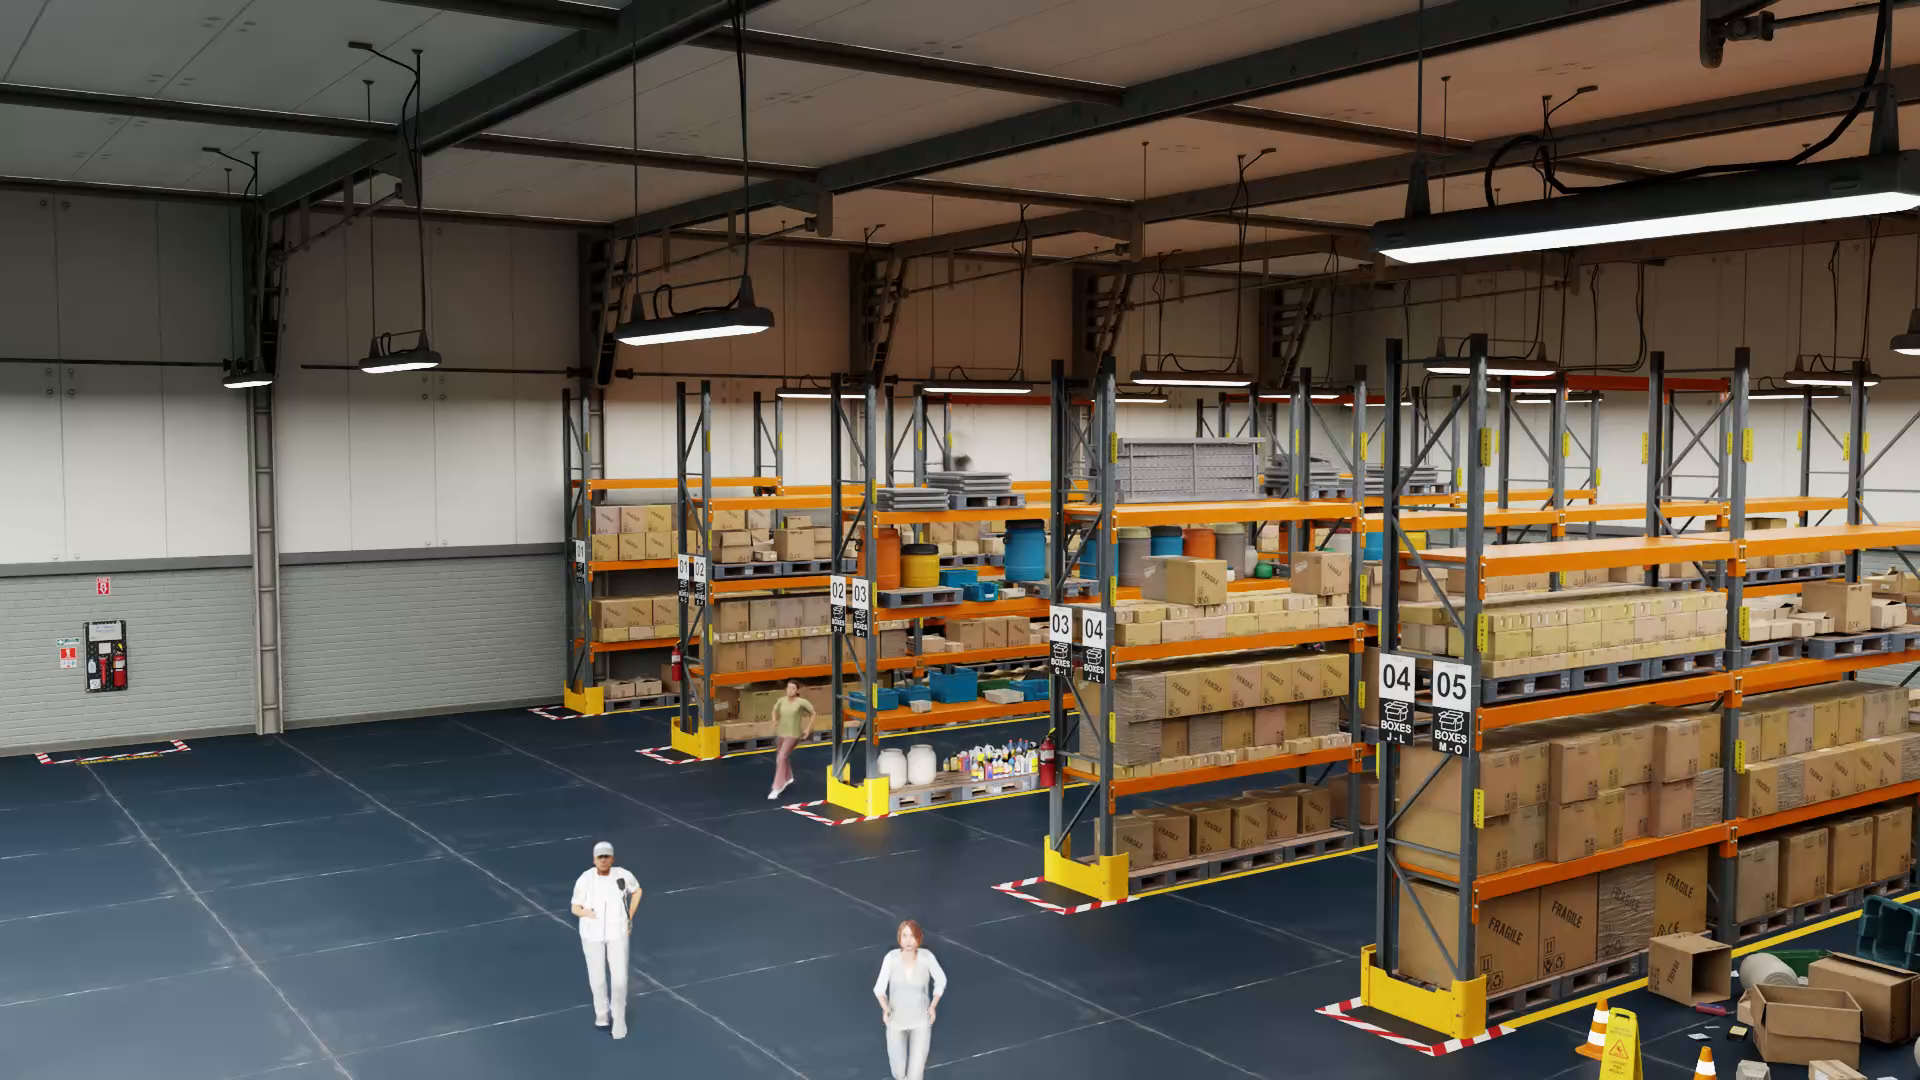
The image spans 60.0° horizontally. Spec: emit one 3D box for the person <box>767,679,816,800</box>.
[{"bbox_3d":[-2.424,2.821,23.712,0.643,1.688,0.760,2,4,26],"label":"person"}]

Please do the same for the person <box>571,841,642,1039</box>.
[{"bbox_3d":[-3.029,3.431,14.250,0.586,1.695,0.661,-1,4,-9],"label":"person"}]

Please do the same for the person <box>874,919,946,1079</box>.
[{"bbox_3d":[-0.370,3.590,12.361,0.536,1.575,0.734,0,4,0],"label":"person"}]

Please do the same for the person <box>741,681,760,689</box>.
[{"bbox_3d":[-3.610,2.477,29.209,0.593,1.648,0.603,-3,5,-40],"label":"person"}]
